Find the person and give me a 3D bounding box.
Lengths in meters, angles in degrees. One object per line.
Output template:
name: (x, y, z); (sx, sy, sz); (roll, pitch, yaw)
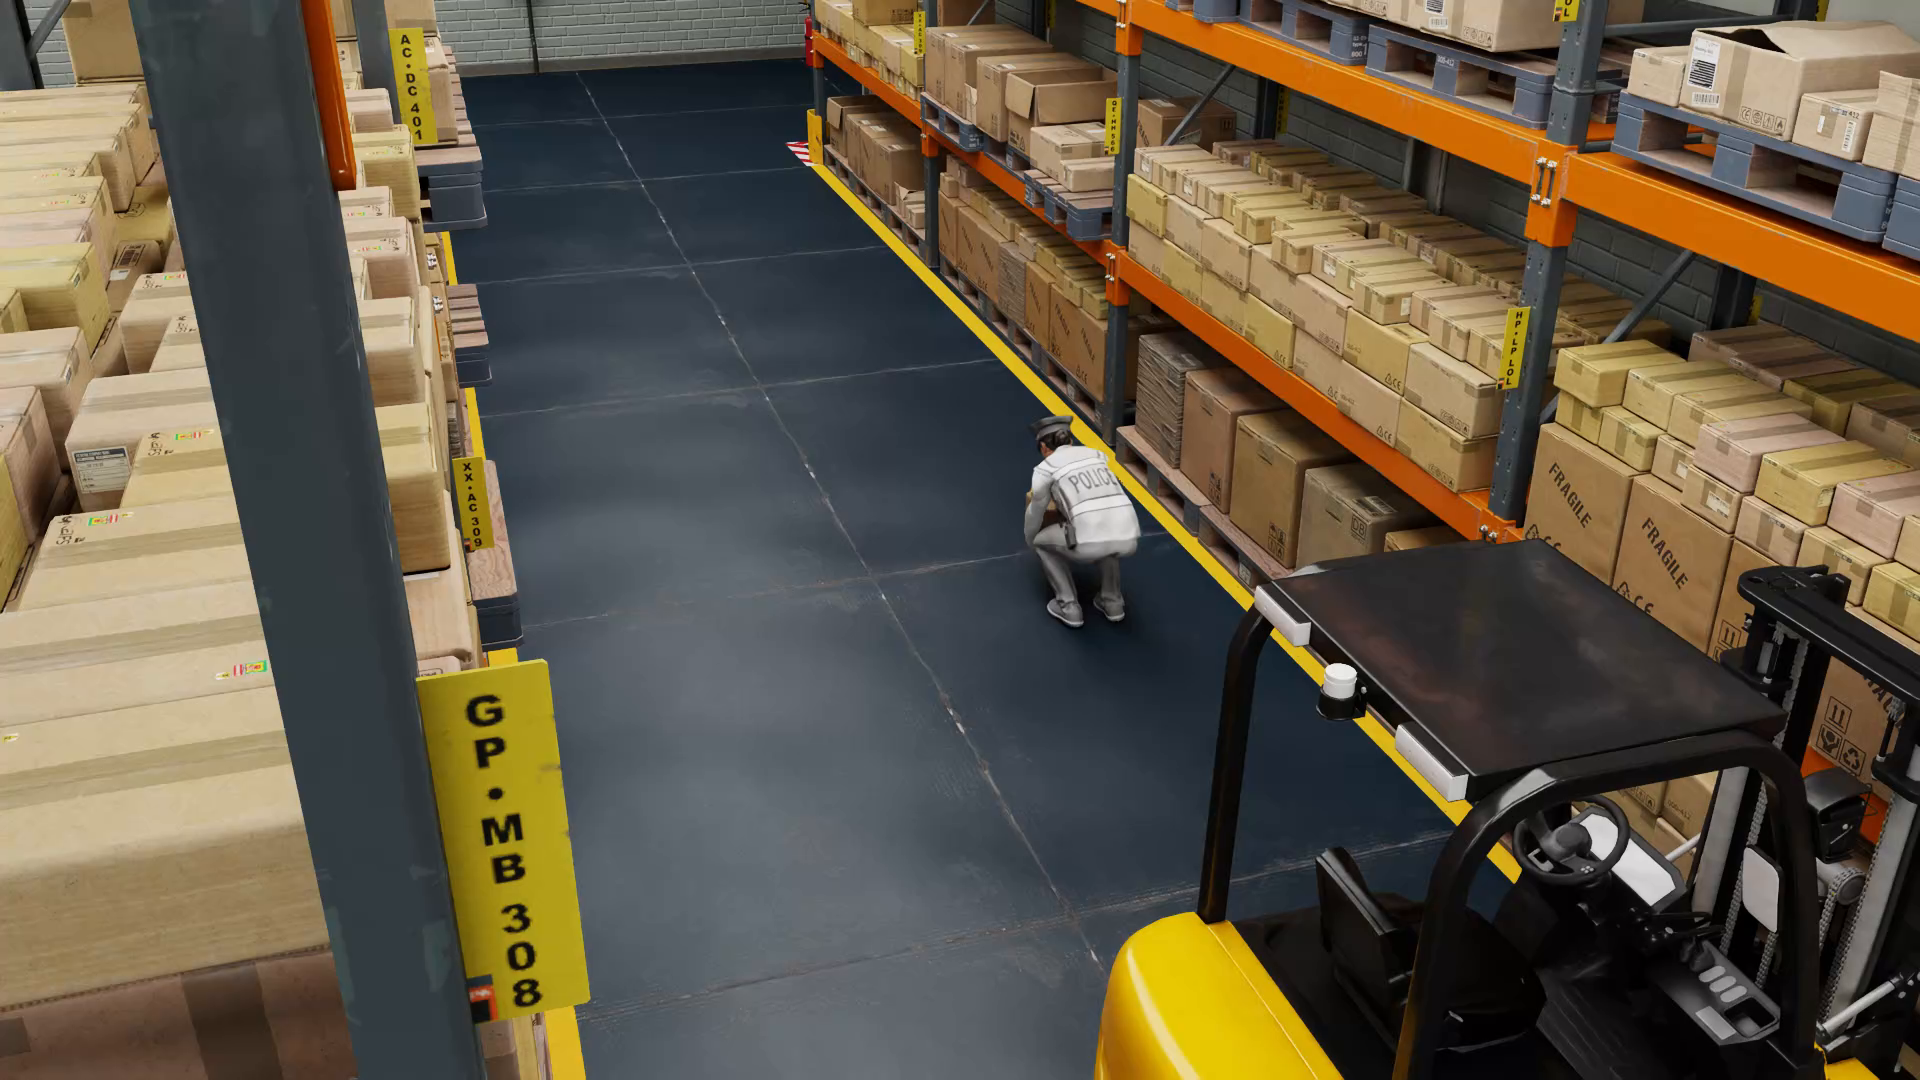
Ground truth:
person: (0.615, -0.105, 8.606); (0.457, 0.980, 0.860); (-9, 28, -17)
